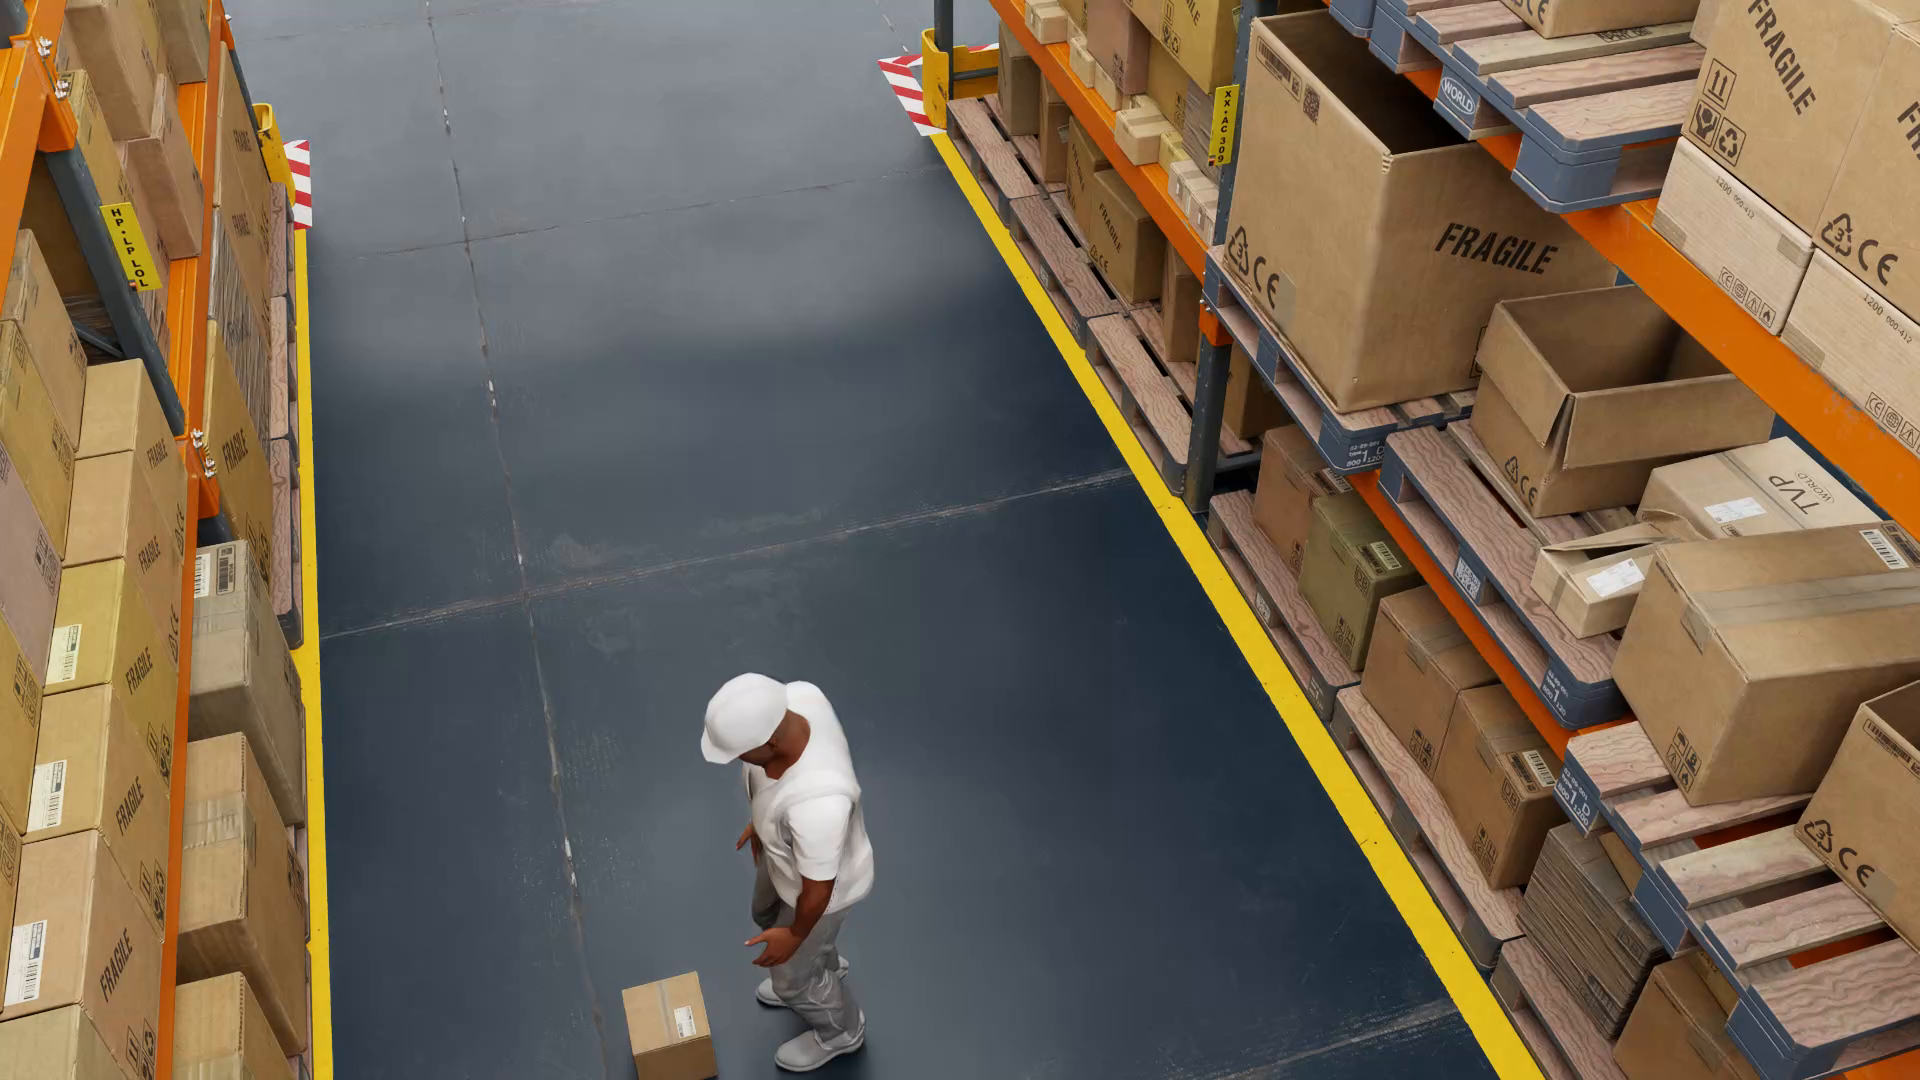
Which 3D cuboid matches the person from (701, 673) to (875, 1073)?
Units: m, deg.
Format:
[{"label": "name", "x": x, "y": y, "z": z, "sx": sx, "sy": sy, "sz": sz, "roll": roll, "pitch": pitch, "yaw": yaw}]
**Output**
[{"label": "person", "x": -0.495, "y": 1.008, "z": 5.061, "sx": 0.453, "sy": 1.718, "sz": 0.591, "roll": -11, "pitch": 43, "yaw": -12}]
